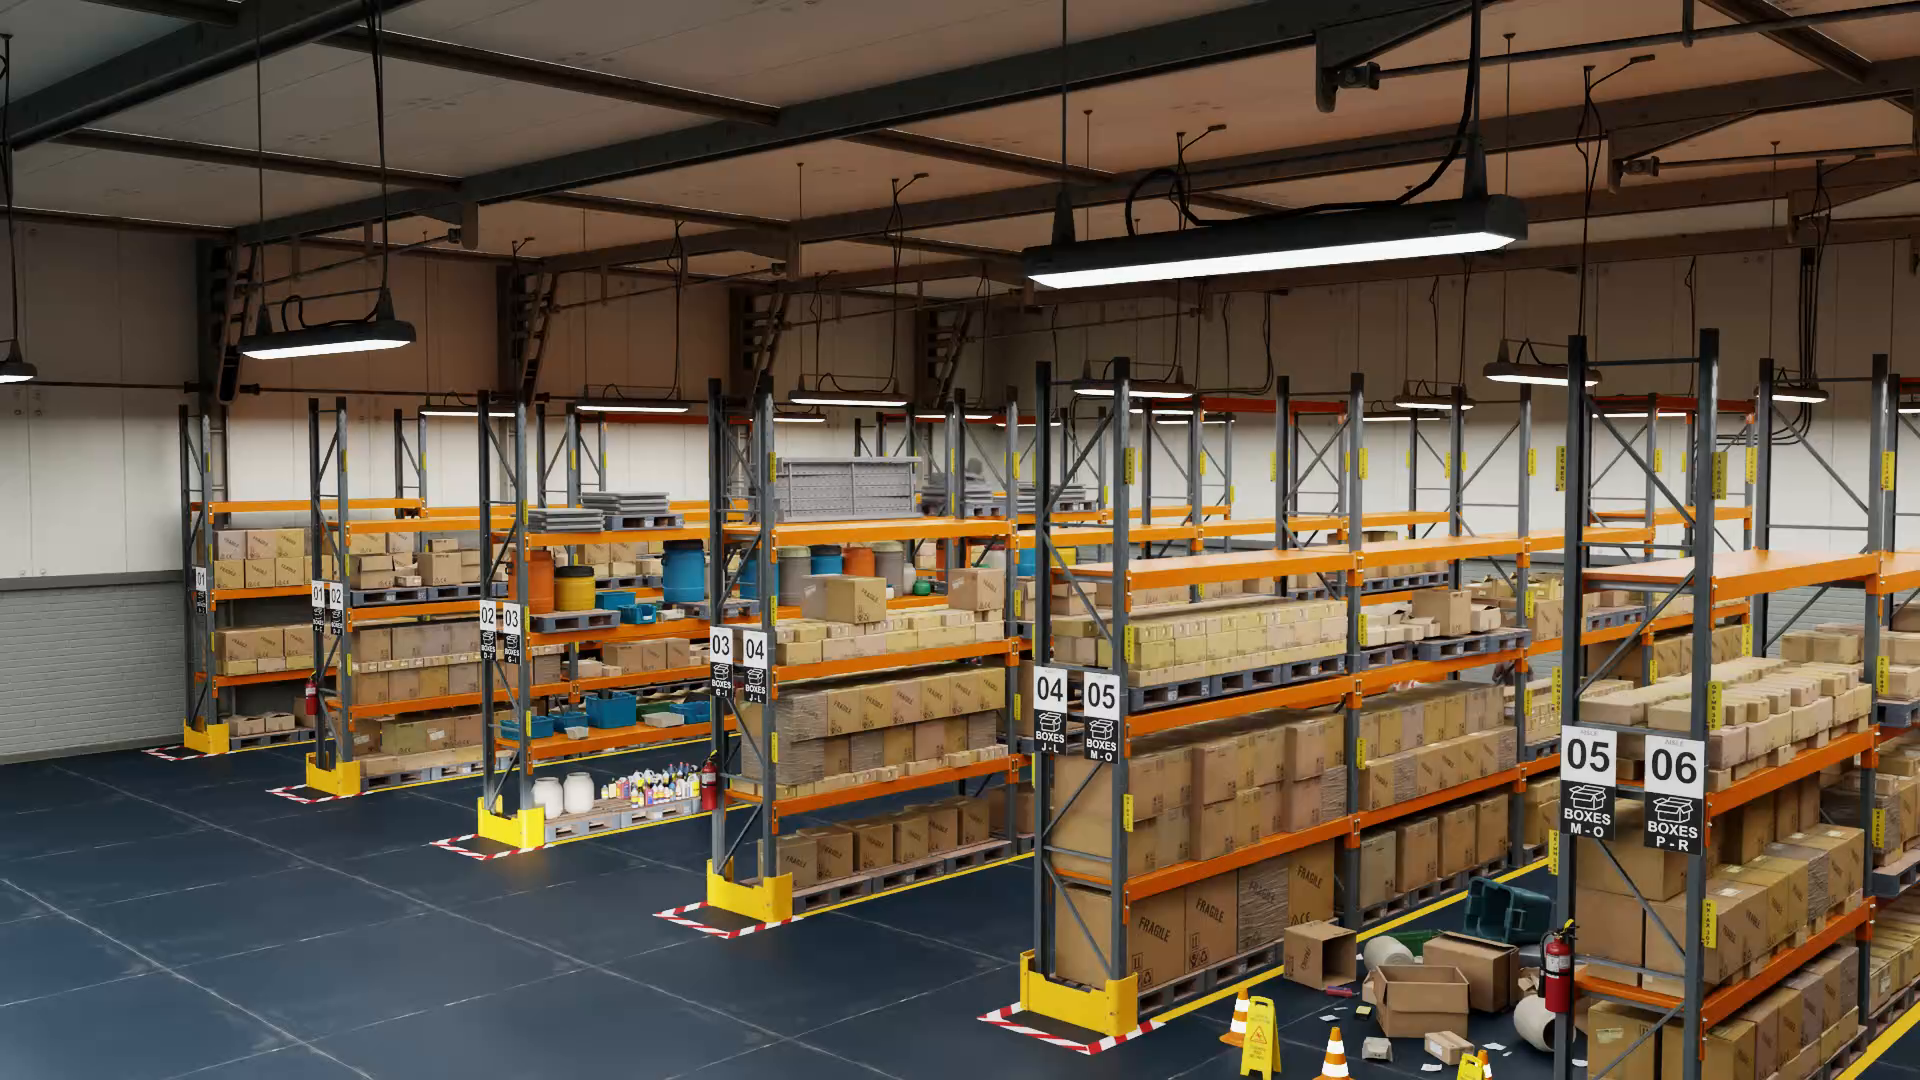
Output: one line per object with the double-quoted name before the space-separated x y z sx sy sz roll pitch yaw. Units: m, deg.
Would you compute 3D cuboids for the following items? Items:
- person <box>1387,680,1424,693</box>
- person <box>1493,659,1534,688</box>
"person" 7.123 2.890 26.524 0.692 1.830 0.952 2 4 39
"person" 9.953 2.755 29.846 0.716 1.701 0.619 0 3 2
